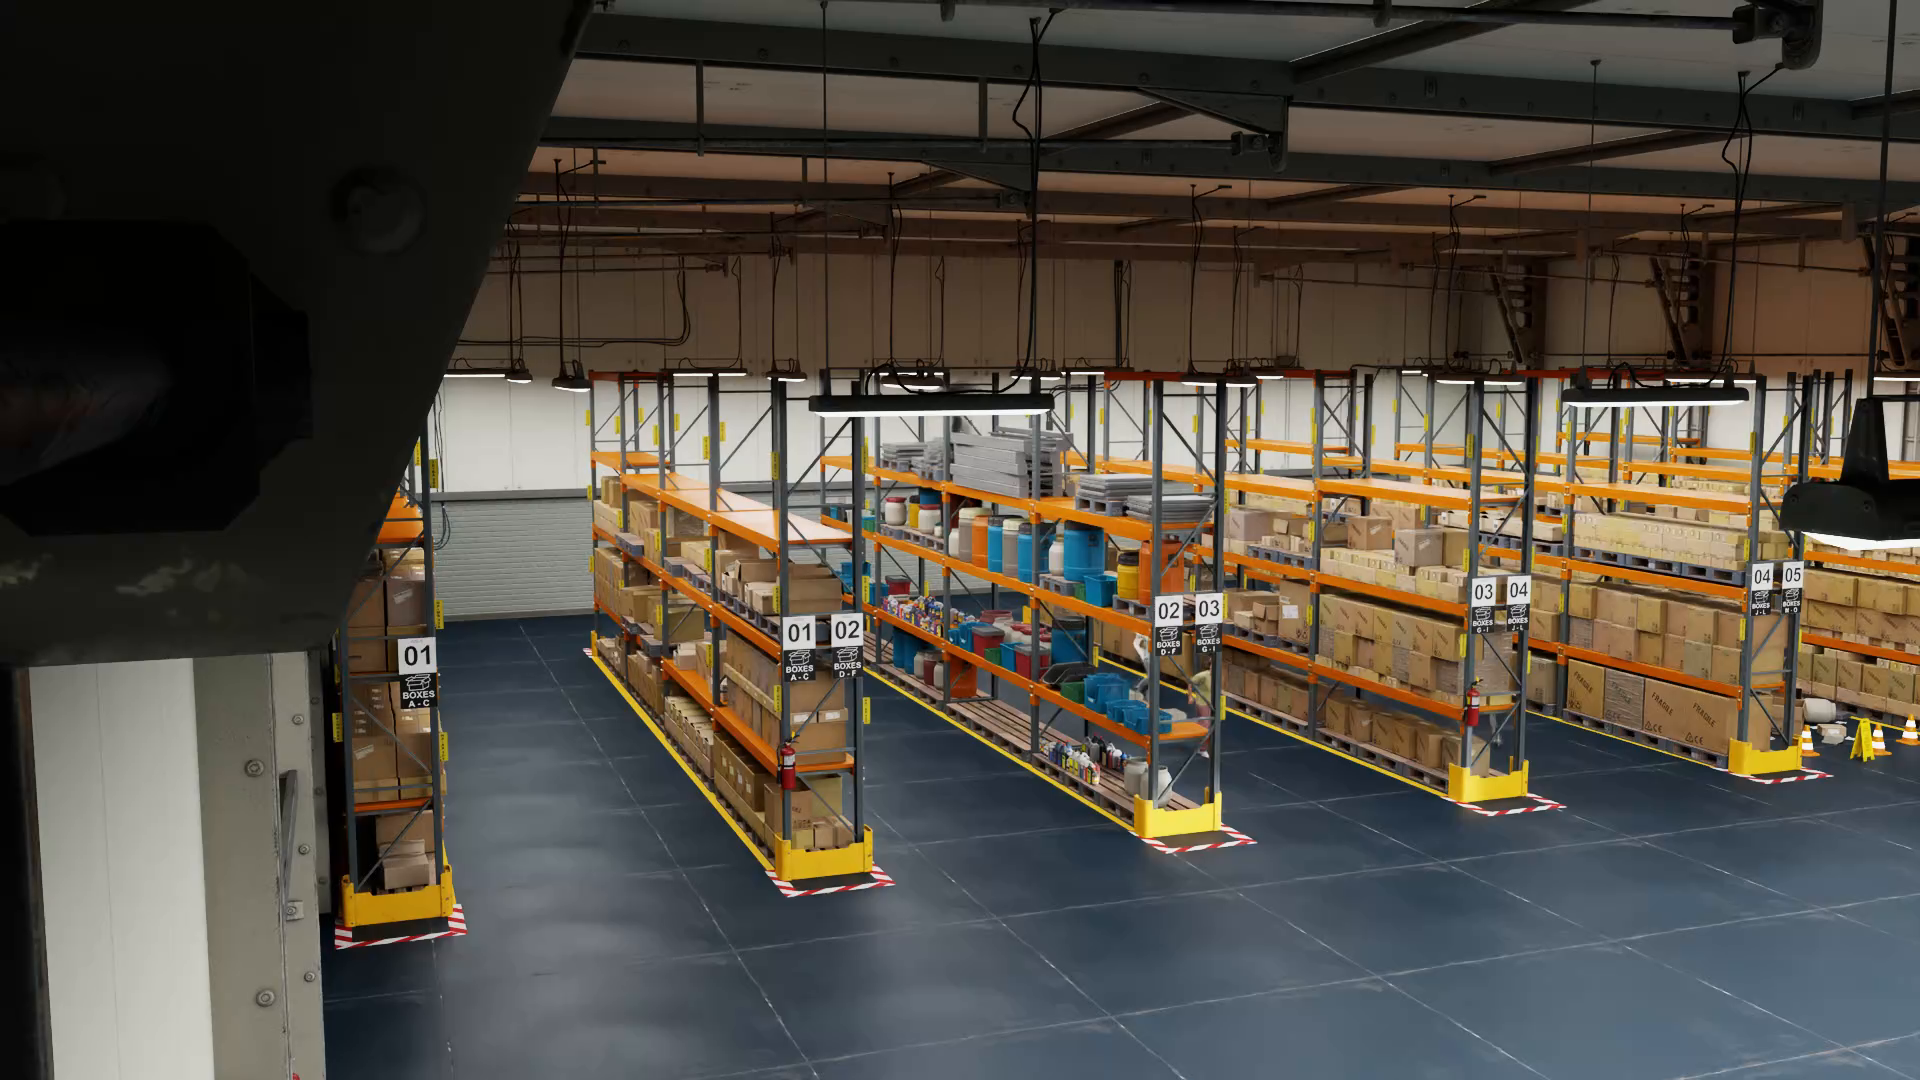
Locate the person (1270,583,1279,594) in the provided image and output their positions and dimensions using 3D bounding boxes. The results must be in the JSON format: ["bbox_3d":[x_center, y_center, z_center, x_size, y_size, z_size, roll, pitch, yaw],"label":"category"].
[{"bbox_3d":[7.905,0.920,40.985,0.766,1.721,0.540,-5,8,-37],"label":"person"}]

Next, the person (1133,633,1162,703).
[{"bbox_3d":[3.490,2.150,30.154,0.604,1.669,0.567,-2,7,-20],"label":"person"}]

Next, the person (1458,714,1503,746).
[{"bbox_3d":[8.563,2.514,27.282,0.539,1.594,0.945,-4,8,-34],"label":"person"}]

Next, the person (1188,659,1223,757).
[{"bbox_3d":[3.873,2.619,26.382,0.574,1.604,0.724,-4,8,-34],"label":"person"}]
